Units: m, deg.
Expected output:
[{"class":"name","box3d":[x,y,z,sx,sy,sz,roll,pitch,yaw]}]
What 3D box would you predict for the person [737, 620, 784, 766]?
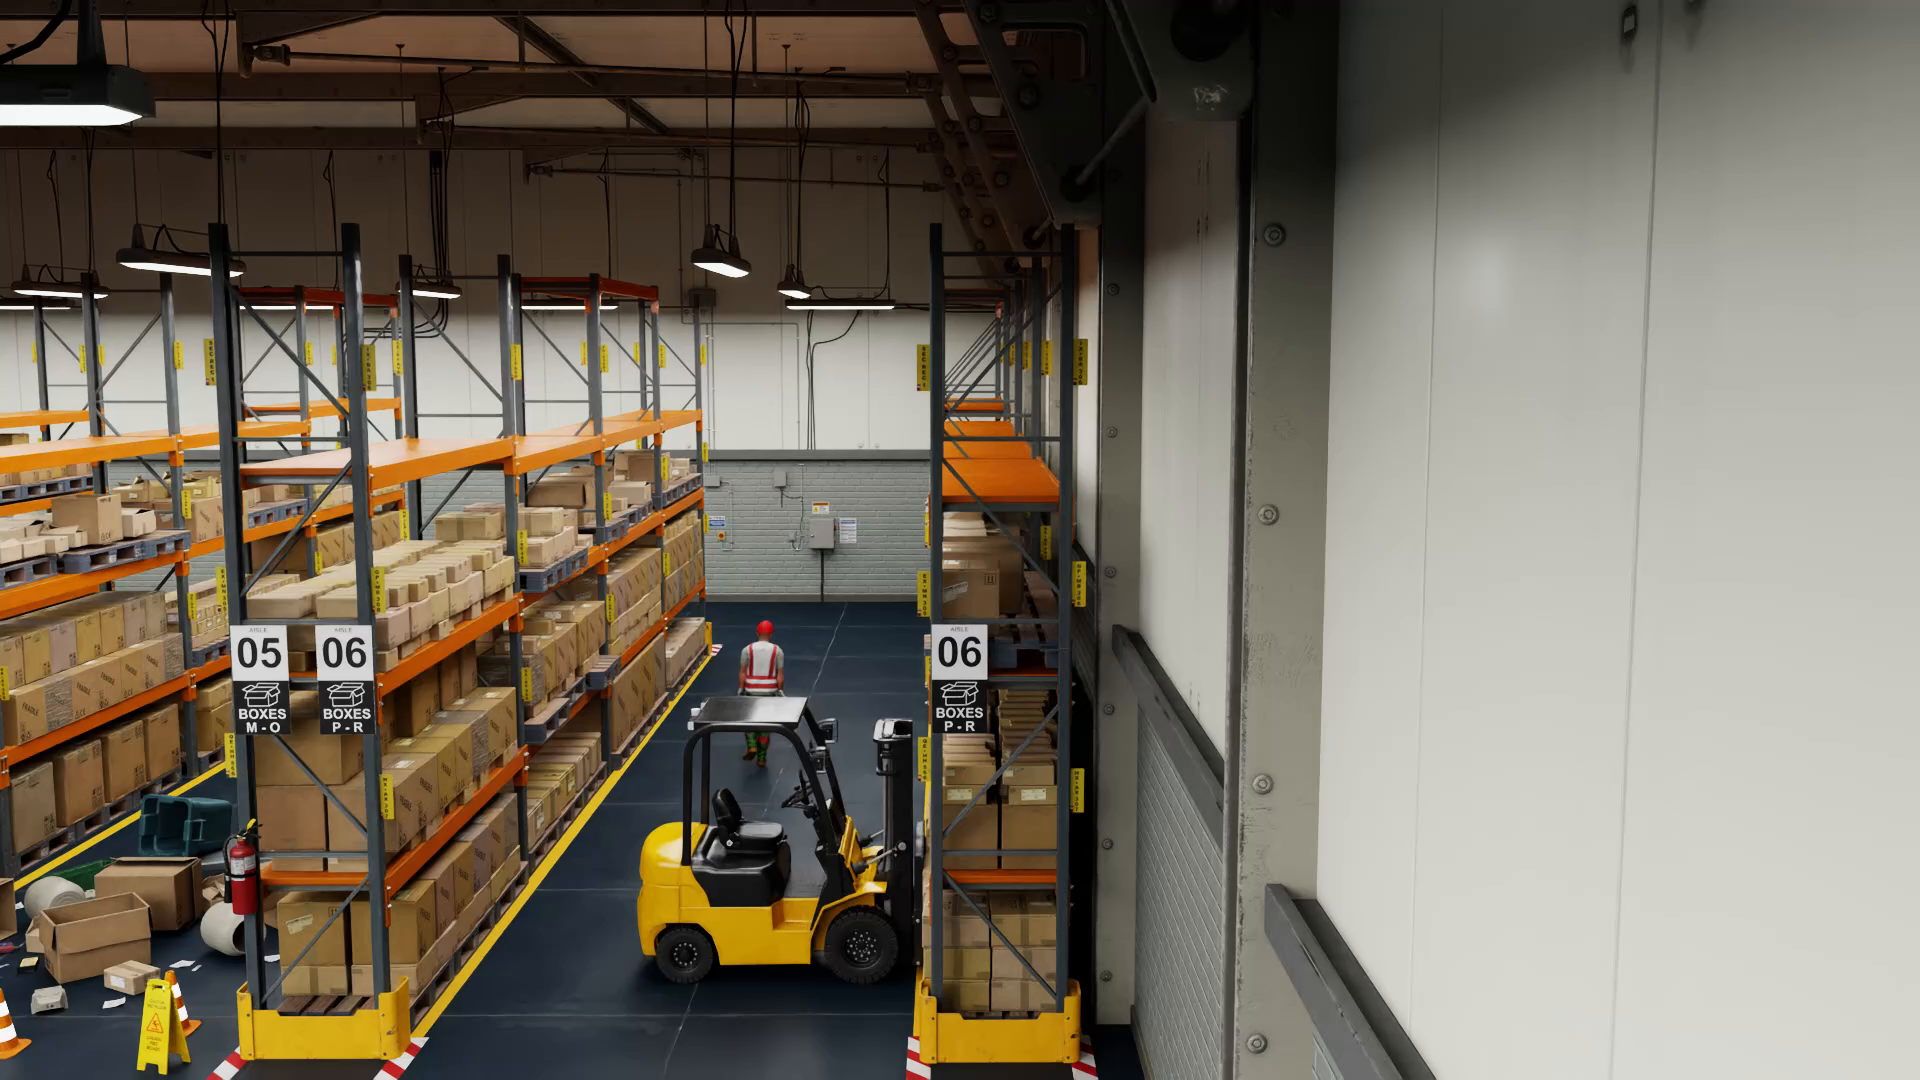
[{"class":"person","box3d":[-2.453,1.887,20.471,0.584,1.783,0.511,0,7,-1]}]
